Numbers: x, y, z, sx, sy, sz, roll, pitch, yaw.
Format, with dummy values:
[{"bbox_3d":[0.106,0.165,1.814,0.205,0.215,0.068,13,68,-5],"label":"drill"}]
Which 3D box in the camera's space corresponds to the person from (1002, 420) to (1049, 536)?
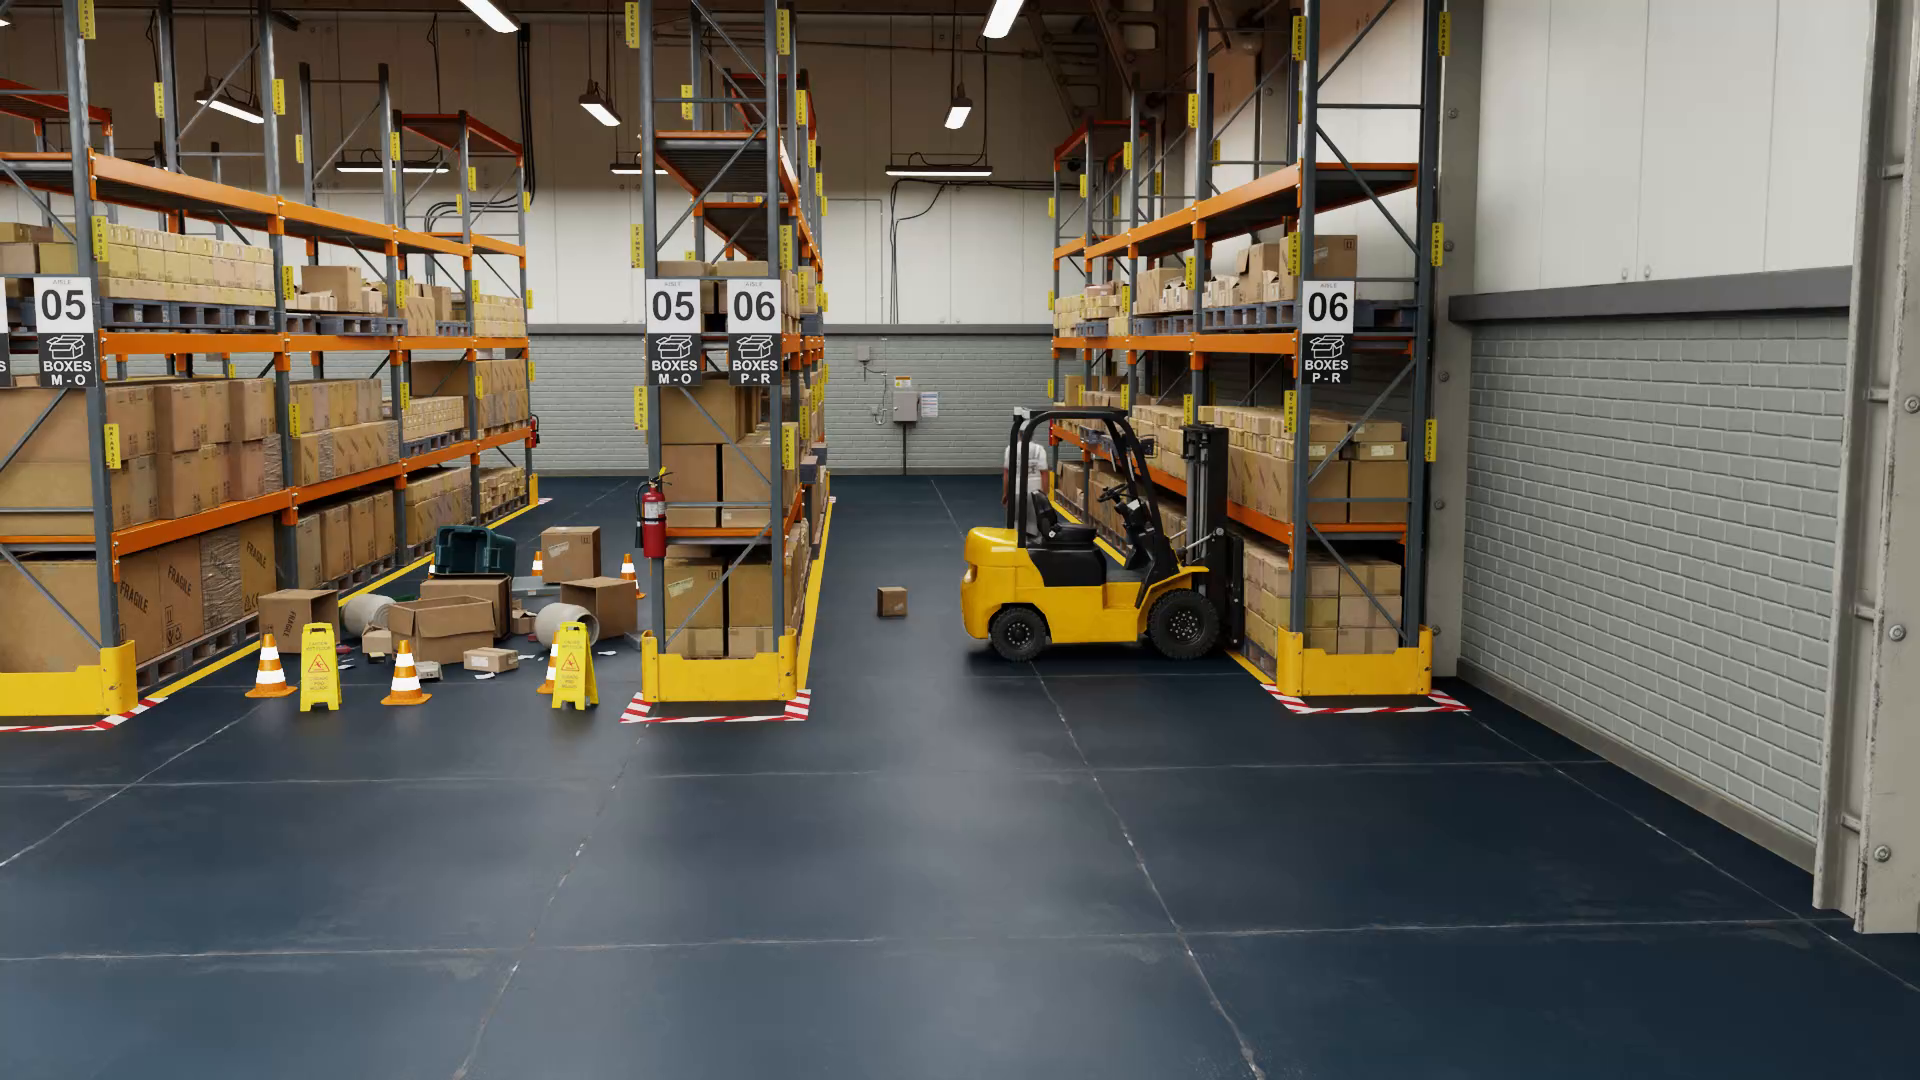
[{"bbox_3d":[0.801,-0.576,20.230,0.569,1.767,0.495,1,7,11],"label":"person"}]
